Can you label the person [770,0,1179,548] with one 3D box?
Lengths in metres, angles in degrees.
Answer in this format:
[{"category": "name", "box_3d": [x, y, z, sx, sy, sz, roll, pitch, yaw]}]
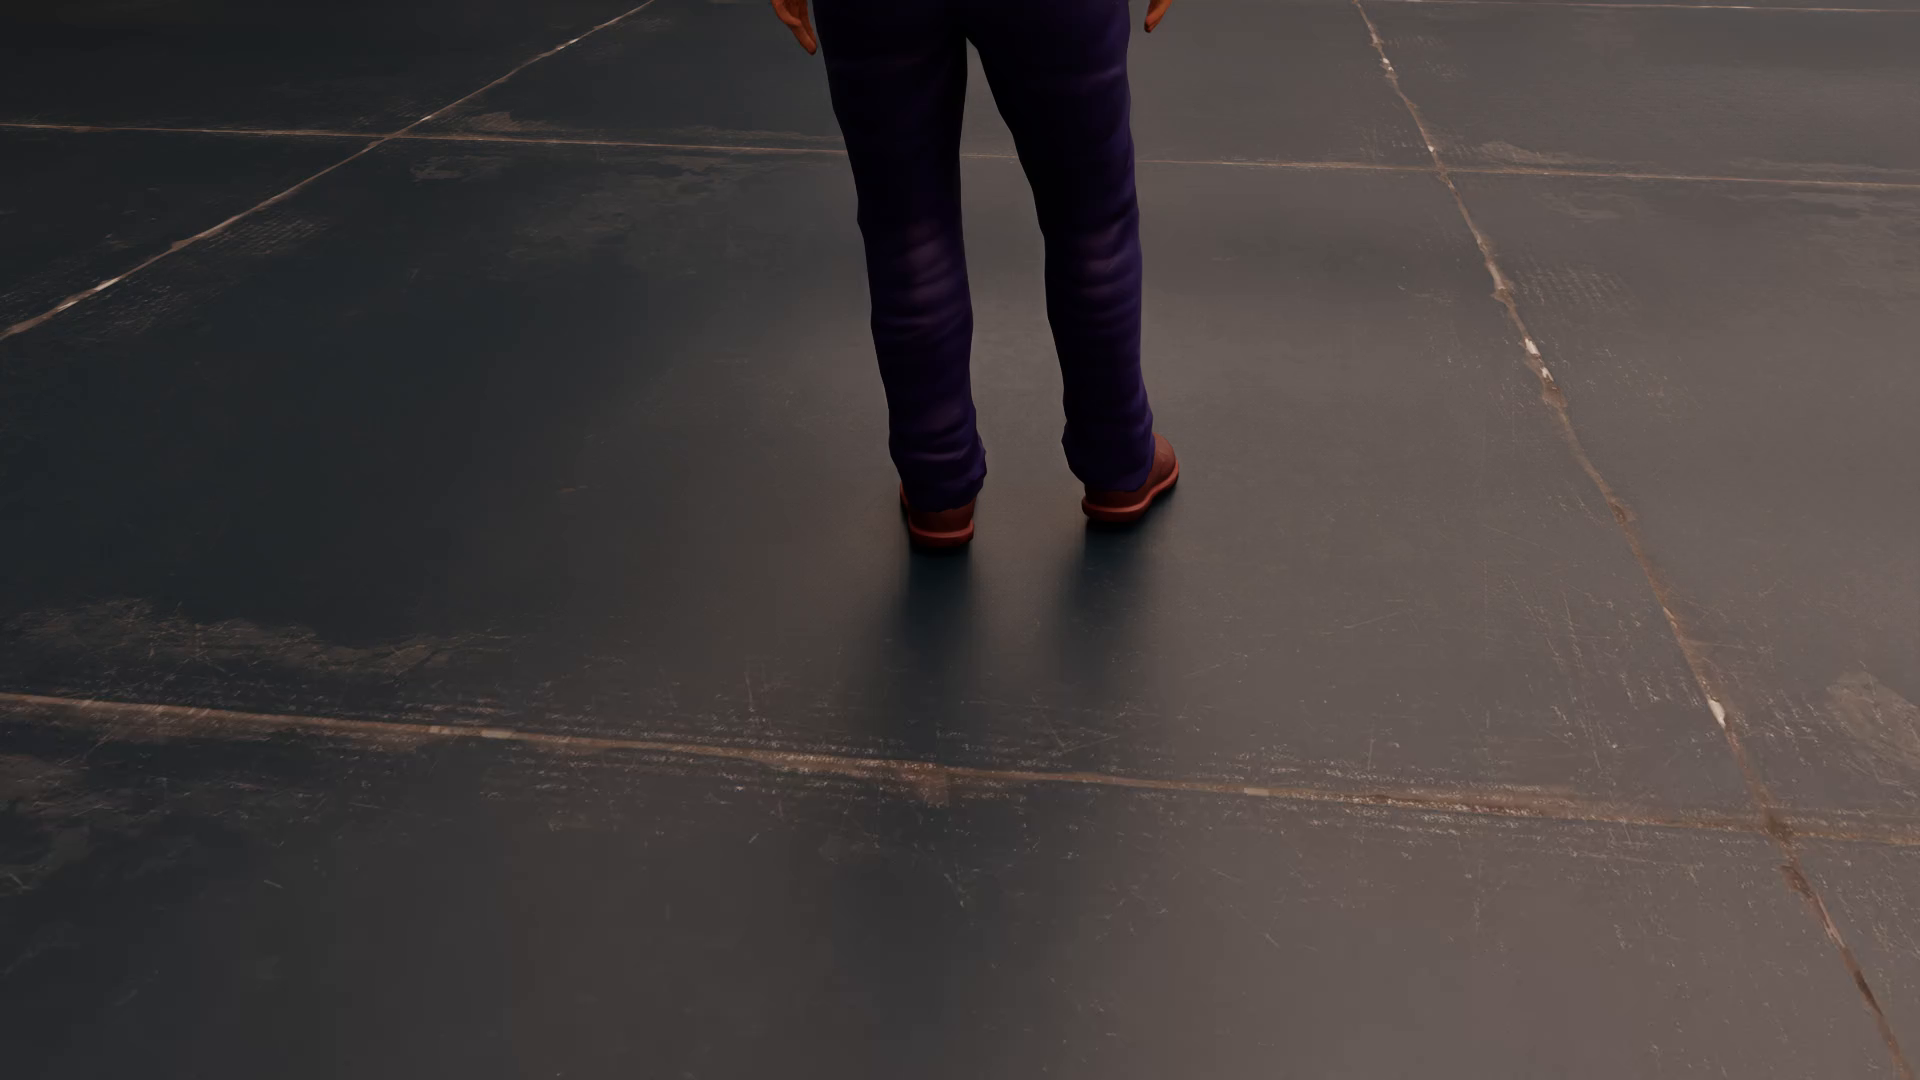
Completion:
[{"category": "person", "box_3d": [0.034, -0.782, 2.205, 0.599, 1.650, 0.503, 3, 27, 7]}]
